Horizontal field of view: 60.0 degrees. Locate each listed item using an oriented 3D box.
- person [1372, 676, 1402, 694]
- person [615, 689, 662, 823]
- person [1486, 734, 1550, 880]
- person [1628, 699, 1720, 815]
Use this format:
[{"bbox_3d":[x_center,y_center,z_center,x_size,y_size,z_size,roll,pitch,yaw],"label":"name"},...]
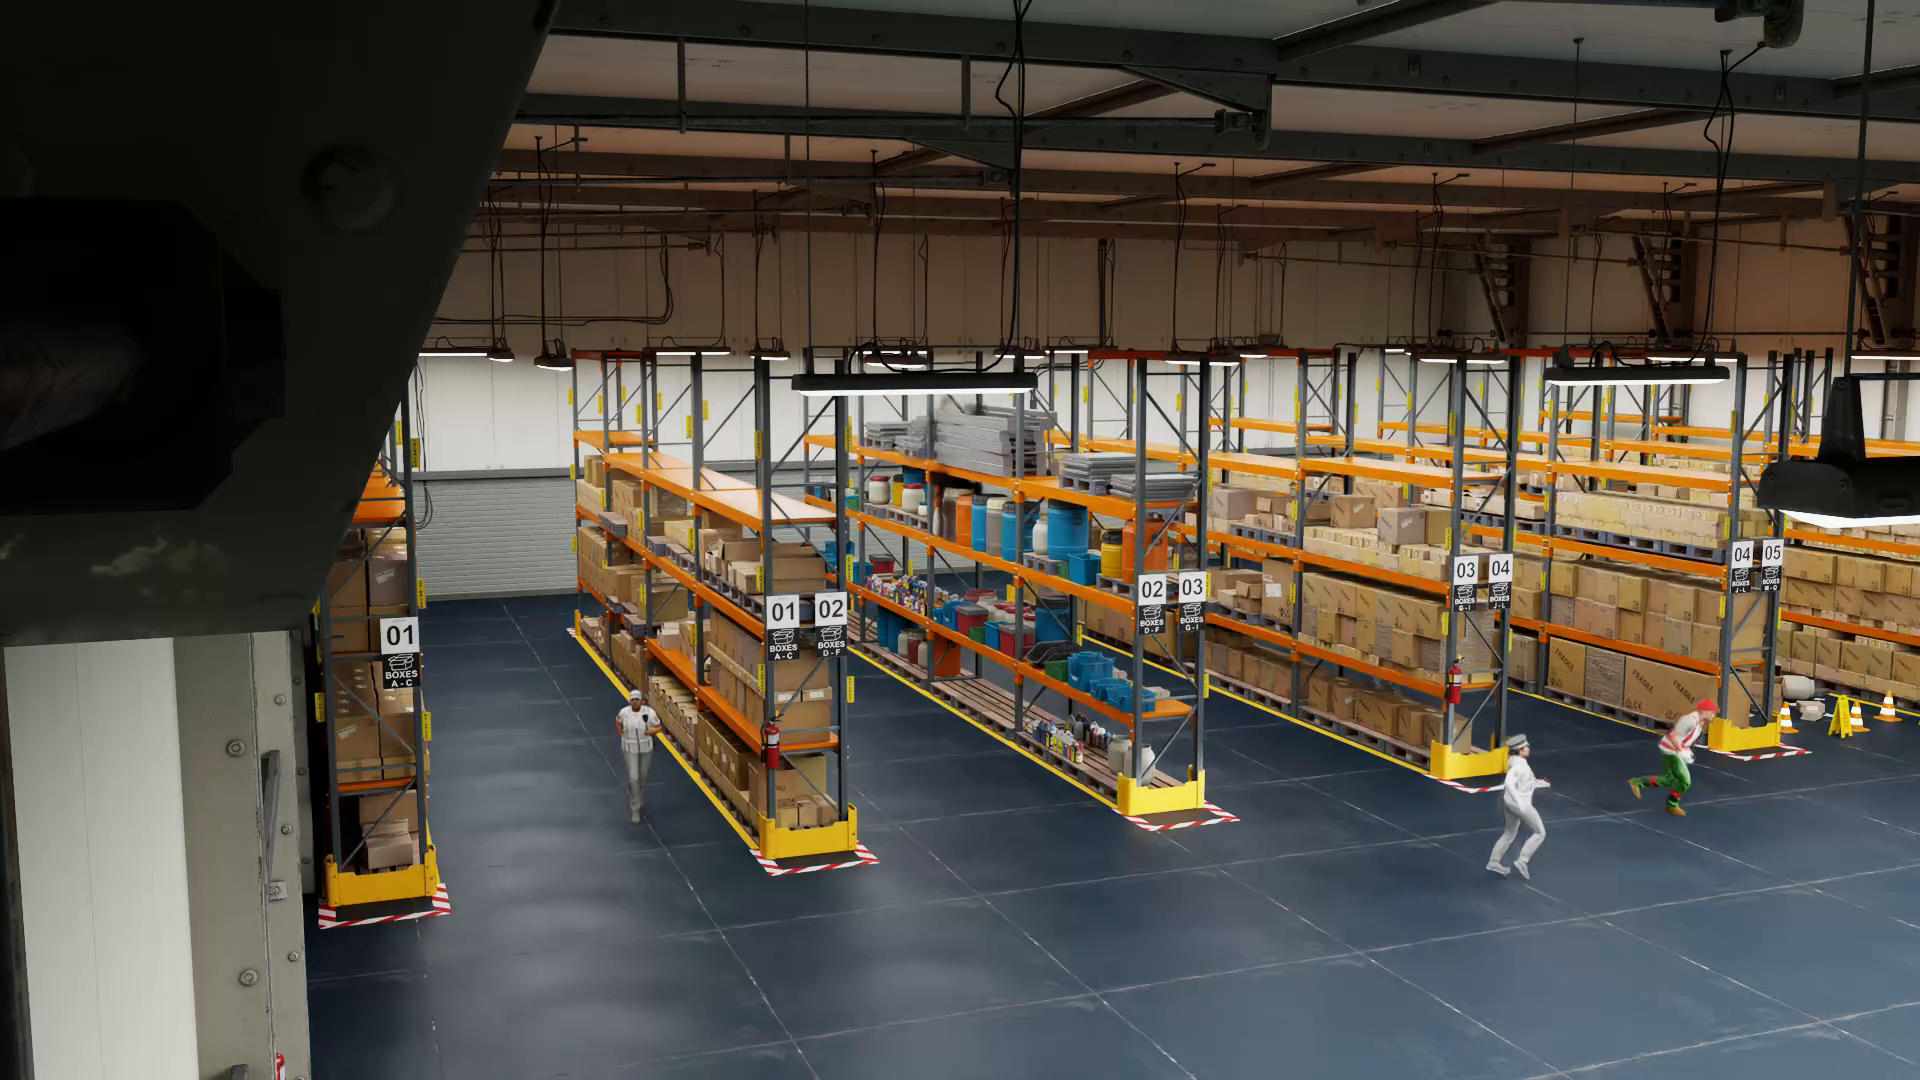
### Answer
[{"bbox_3d":[7.591,1.836,29.315,0.665,1.820,0.723,-3,8,-23],"label":"person"},{"bbox_3d":[-4.221,2.801,21.910,0.581,1.721,0.797,-2,7,-17],"label":"person"},{"bbox_3d":[6.505,3.105,19.323,0.694,1.710,0.577,0,7,-2],"label":"person"},{"bbox_3d":[9.434,2.836,22.011,1.079,1.577,0.668,5,9,35],"label":"person"}]
